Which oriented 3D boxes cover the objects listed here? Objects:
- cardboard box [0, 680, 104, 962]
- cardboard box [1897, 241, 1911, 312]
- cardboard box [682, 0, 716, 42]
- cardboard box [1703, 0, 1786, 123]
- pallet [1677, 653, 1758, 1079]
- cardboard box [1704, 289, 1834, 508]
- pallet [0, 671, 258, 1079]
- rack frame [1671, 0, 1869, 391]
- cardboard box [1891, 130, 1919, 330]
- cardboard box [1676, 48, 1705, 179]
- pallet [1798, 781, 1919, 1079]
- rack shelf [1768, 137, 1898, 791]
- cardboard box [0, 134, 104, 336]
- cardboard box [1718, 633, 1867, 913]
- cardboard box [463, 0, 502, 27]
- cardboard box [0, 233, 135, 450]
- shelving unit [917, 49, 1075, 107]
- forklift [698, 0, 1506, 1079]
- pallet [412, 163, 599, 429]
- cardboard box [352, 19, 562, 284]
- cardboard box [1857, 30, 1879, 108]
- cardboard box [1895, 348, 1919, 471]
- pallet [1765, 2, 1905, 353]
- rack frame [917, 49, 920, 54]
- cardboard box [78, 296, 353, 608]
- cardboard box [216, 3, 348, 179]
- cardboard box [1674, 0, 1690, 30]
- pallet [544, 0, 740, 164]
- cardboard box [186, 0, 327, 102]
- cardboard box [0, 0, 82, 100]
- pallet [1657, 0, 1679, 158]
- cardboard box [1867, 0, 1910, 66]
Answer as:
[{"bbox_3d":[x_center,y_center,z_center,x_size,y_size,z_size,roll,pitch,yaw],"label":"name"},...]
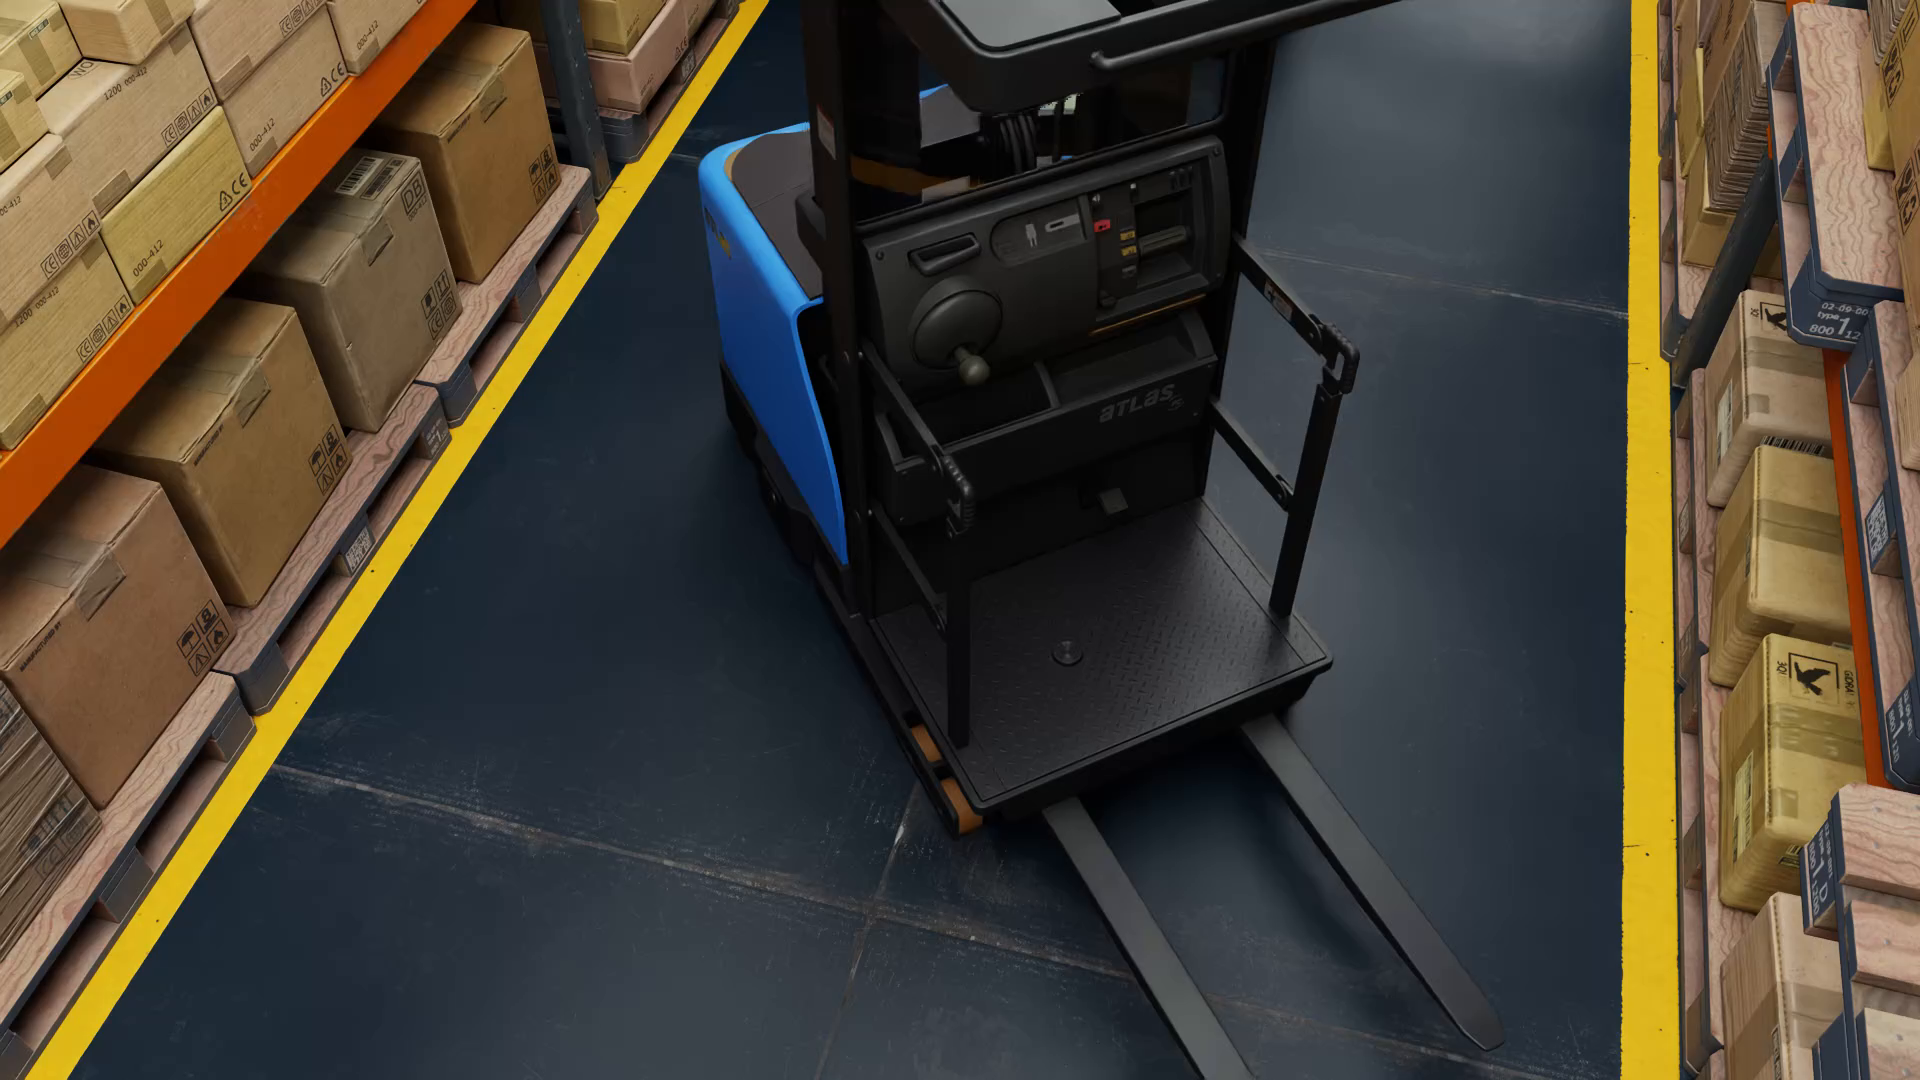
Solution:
[{"bbox_3d":[-2.725,0.657,3.973,0.875,0.625,0.625,13,50,11],"label":"cardboard box"},{"bbox_3d":[2.307,-0.599,3.666,0.380,0.149,0.250,12,50,11],"label":"cardboard box"},{"bbox_3d":[-1.284,-2.319,6.850,0.500,0.250,0.500,11,49,9],"label":"cardboard box"},{"bbox_3d":[2.969,-1.784,5.878,0.500,0.500,0.500,12,50,11],"label":"cardboard box"},{"bbox_3d":[2.417,0.914,4.303,1.003,0.211,1.213,12,50,10],"label":"pallet"},{"bbox_3d":[2.804,-0.347,5.029,0.950,0.372,0.625,12,50,11],"label":"cardboard box"},{"bbox_3d":[-2.648,0.794,4.409,1.003,0.211,1.213,12,50,10],"label":"pallet"},{"bbox_3d":[2.940,-1.458,4.536,1.000,3.000,0.127,12,50,10],"label":"rack frame"},{"bbox_3d":[2.265,-0.728,3.347,0.500,0.500,0.500,11,50,10],"label":"cardboard box"},{"bbox_3d":[2.967,-1.555,6.175,0.500,0.250,0.500,10,49,9],"label":"cardboard box"},{"bbox_3d":[1.972,0.962,2.528,1.213,0.211,1.003,12,50,10],"label":"pallet"},{"bbox_3d":[2.414,0.227,3.529,1.077,0.370,4.000,12,50,10],"label":"rack shelf"},{"bbox_3d":[-2.262,-0.667,3.604,0.500,0.250,0.500,10,49,9],"label":"cardboard box"},{"bbox_3d":[2.437,0.677,4.125,0.950,0.372,0.625,13,50,11],"label":"cardboard box"},{"bbox_3d":[-1.919,-2.222,6.431,0.500,0.250,0.500,11,49,9],"label":"cardboard box"},{"bbox_3d":[-2.284,-0.501,3.792,0.500,0.250,0.500,10,49,9],"label":"cardboard box"},{"bbox_3d":[0.148,-1.577,5.641,0.431,1.500,0.755,36,57,27],"label":"shelving unit"},{"bbox_3d":[0.322,-0.553,3.783,1.130,2.935,3.031,-20,52,-17],"label":"forklift"},{"bbox_3d":[-2.006,-0.971,5.966,1.003,0.211,1.213,12,50,10],"label":"pallet"},{"bbox_3d":[-1.976,-1.408,5.796,0.875,0.625,0.625,14,50,12],"label":"cardboard box"},{"bbox_3d":[2.490,-1.176,4.175,0.380,0.149,0.250,12,50,11],"label":"cardboard box"},{"bbox_3d":[2.120,-0.239,3.348,0.380,0.149,0.250,13,50,11],"label":"cardboard box"},{"bbox_3d":[2.598,-0.870,4.145,1.003,0.211,1.213,12,50,10],"label":"pallet"},{"bbox_3d":[-0.105,-1.379,5.466,0.400,1.500,0.023,36,57,27],"label":"rack frame"},{"bbox_3d":[-2.384,-0.304,4.822,0.875,0.625,0.625,10,49,8],"label":"cardboard box"},{"bbox_3d":[-2.017,-1.251,4.453,0.500,0.250,0.500,12,50,10],"label":"cardboard box"},{"bbox_3d":[3.241,-2.286,6.821,0.500,0.250,0.500,15,50,13],"label":"cardboard box"},{"bbox_3d":[-1.600,-2.079,6.944,1.003,0.211,1.213,12,50,10],"label":"pallet"},{"bbox_3d":[-2.001,-1.403,4.254,0.500,0.250,0.500,12,50,11],"label":"cardboard box"},{"bbox_3d":[-2.230,-1.104,3.725,0.380,0.149,0.250,12,50,10],"label":"cardboard box"},{"bbox_3d":[3.402,-1.913,6.798,1.003,0.211,1.213,12,50,10],"label":"pallet"},{"bbox_3d":[2.540,-1.446,3.980,0.500,0.500,0.500,13,50,11],"label":"cardboard box"}]
